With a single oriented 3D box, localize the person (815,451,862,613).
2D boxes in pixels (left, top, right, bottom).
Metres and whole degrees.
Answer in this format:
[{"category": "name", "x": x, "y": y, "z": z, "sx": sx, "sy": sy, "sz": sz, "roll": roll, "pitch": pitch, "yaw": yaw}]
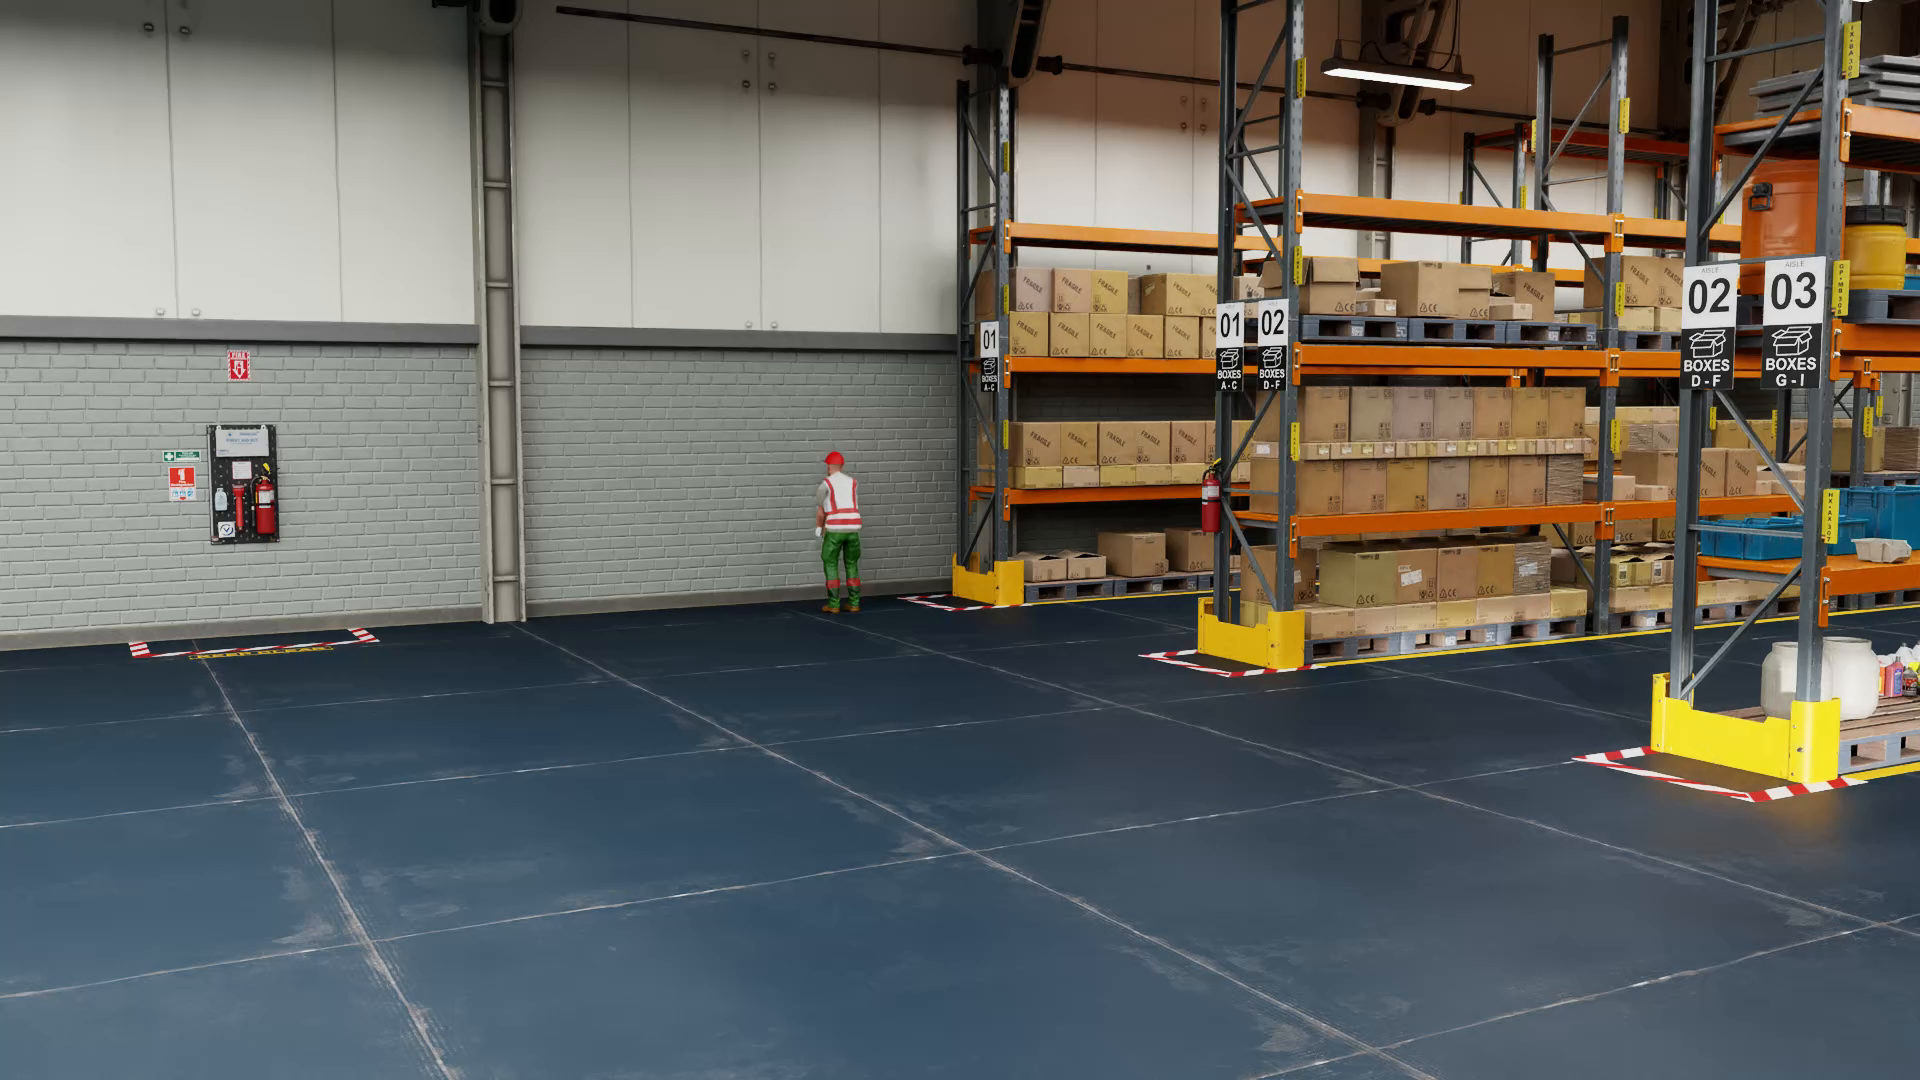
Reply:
[{"category": "person", "x": -1.353, "y": -0.096, "z": 18.317, "sx": 0.491, "sy": 1.760, "sz": 0.583, "roll": -3, "pitch": 6, "yaw": -30}]
